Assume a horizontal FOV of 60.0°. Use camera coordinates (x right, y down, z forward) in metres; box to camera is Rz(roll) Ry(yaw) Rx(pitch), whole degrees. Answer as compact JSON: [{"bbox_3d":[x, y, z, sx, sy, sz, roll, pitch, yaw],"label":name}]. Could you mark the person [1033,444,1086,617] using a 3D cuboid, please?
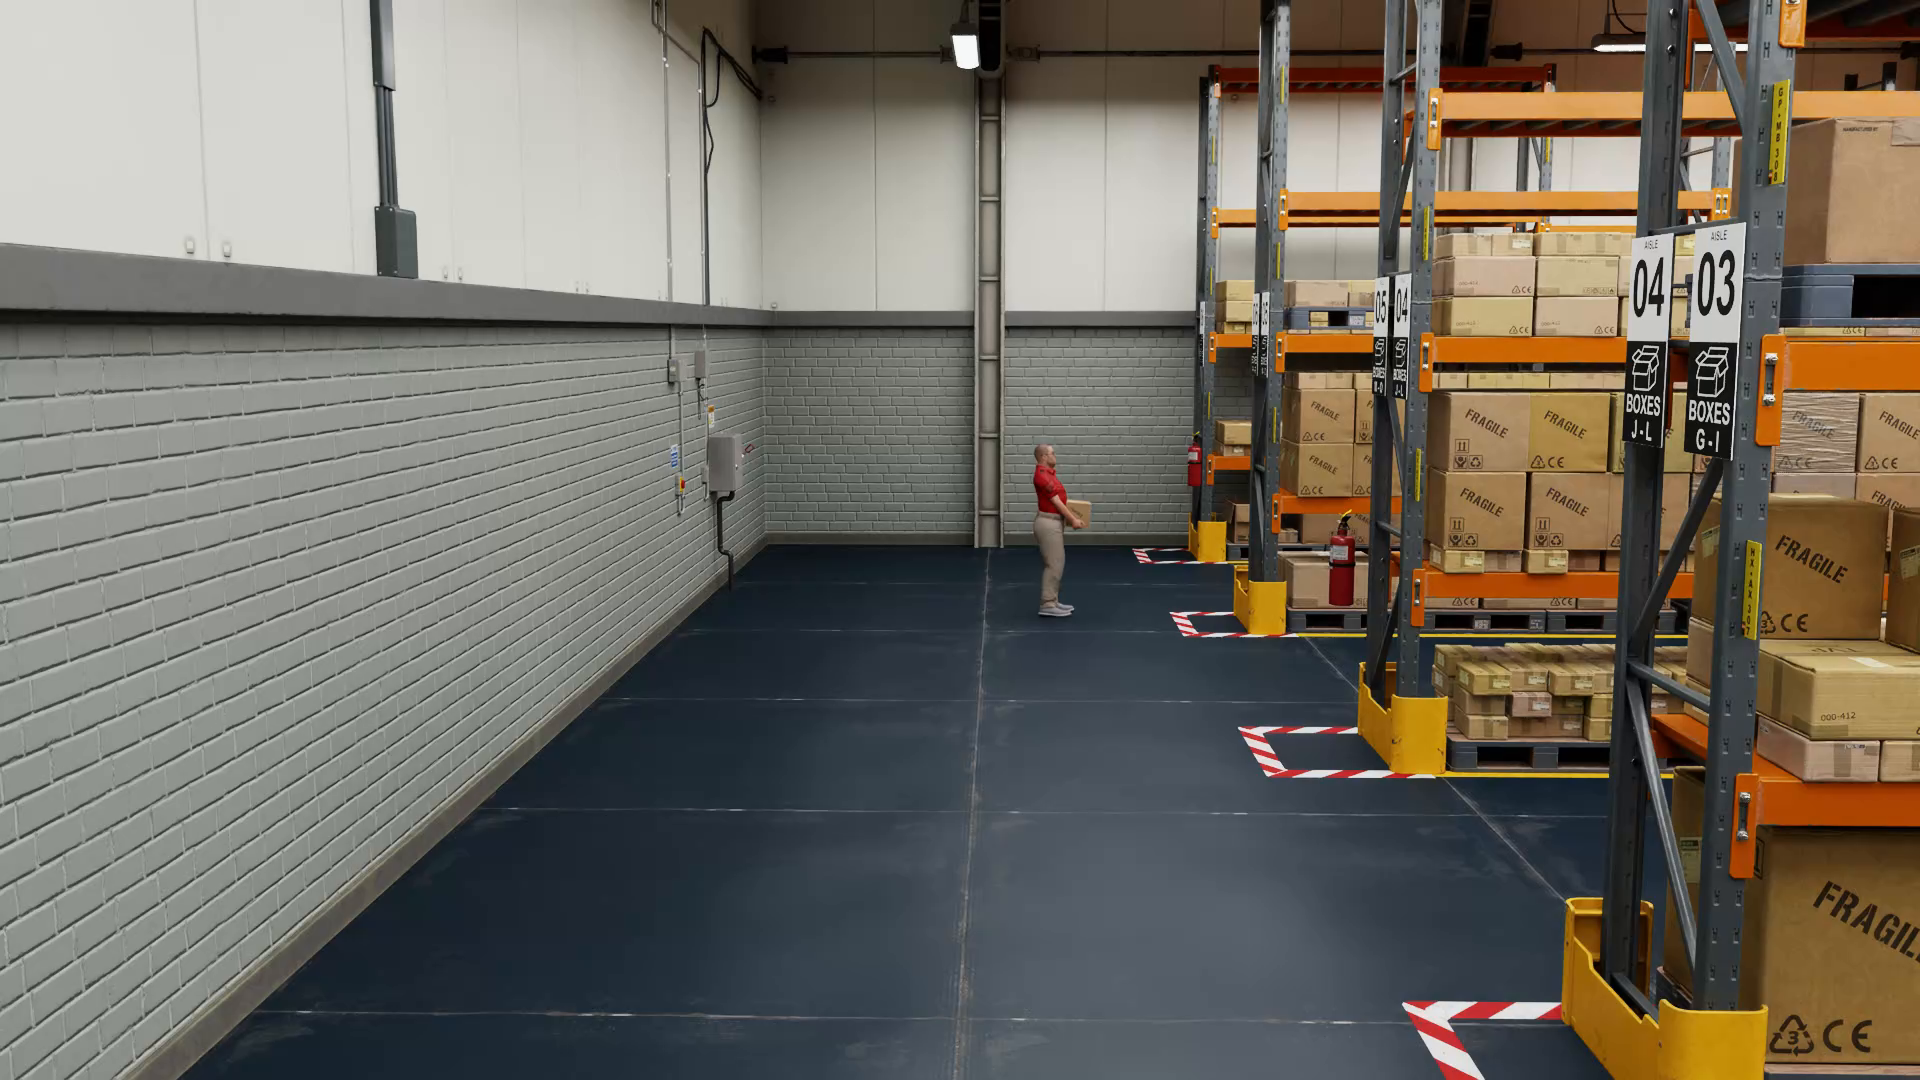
[{"bbox_3d":[0.996,-0.107,16.728,0.529,1.713,0.494,0,7,1],"label":"person"}]
